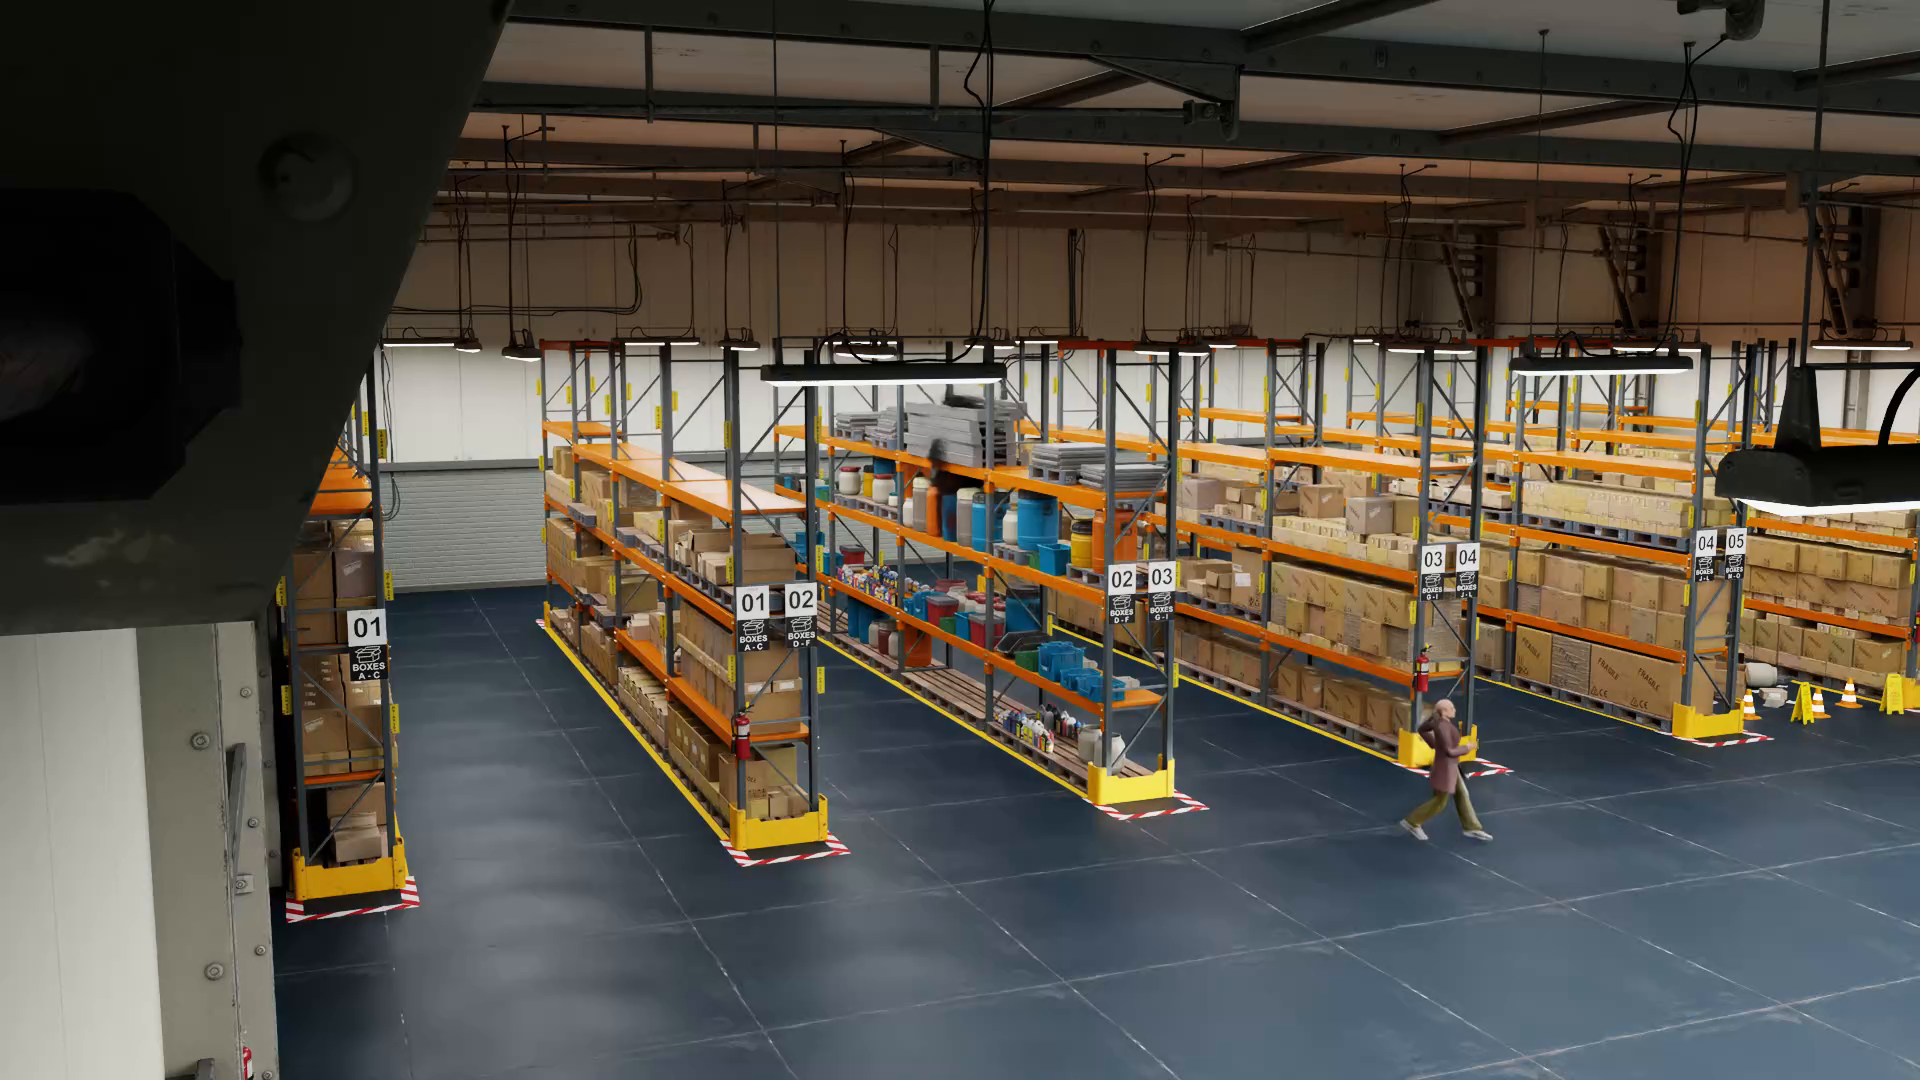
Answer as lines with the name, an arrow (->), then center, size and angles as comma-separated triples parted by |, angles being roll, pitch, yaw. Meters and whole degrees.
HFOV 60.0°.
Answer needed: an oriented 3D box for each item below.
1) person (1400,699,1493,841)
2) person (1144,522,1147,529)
person -> 5.961, 2.802, 20.282 | 1.115, 1.758, 0.731 | 2, 8, 13
person -> 4.347, 0.416, 38.873 | 0.739, 1.807, 0.691 | -2, 8, -14
